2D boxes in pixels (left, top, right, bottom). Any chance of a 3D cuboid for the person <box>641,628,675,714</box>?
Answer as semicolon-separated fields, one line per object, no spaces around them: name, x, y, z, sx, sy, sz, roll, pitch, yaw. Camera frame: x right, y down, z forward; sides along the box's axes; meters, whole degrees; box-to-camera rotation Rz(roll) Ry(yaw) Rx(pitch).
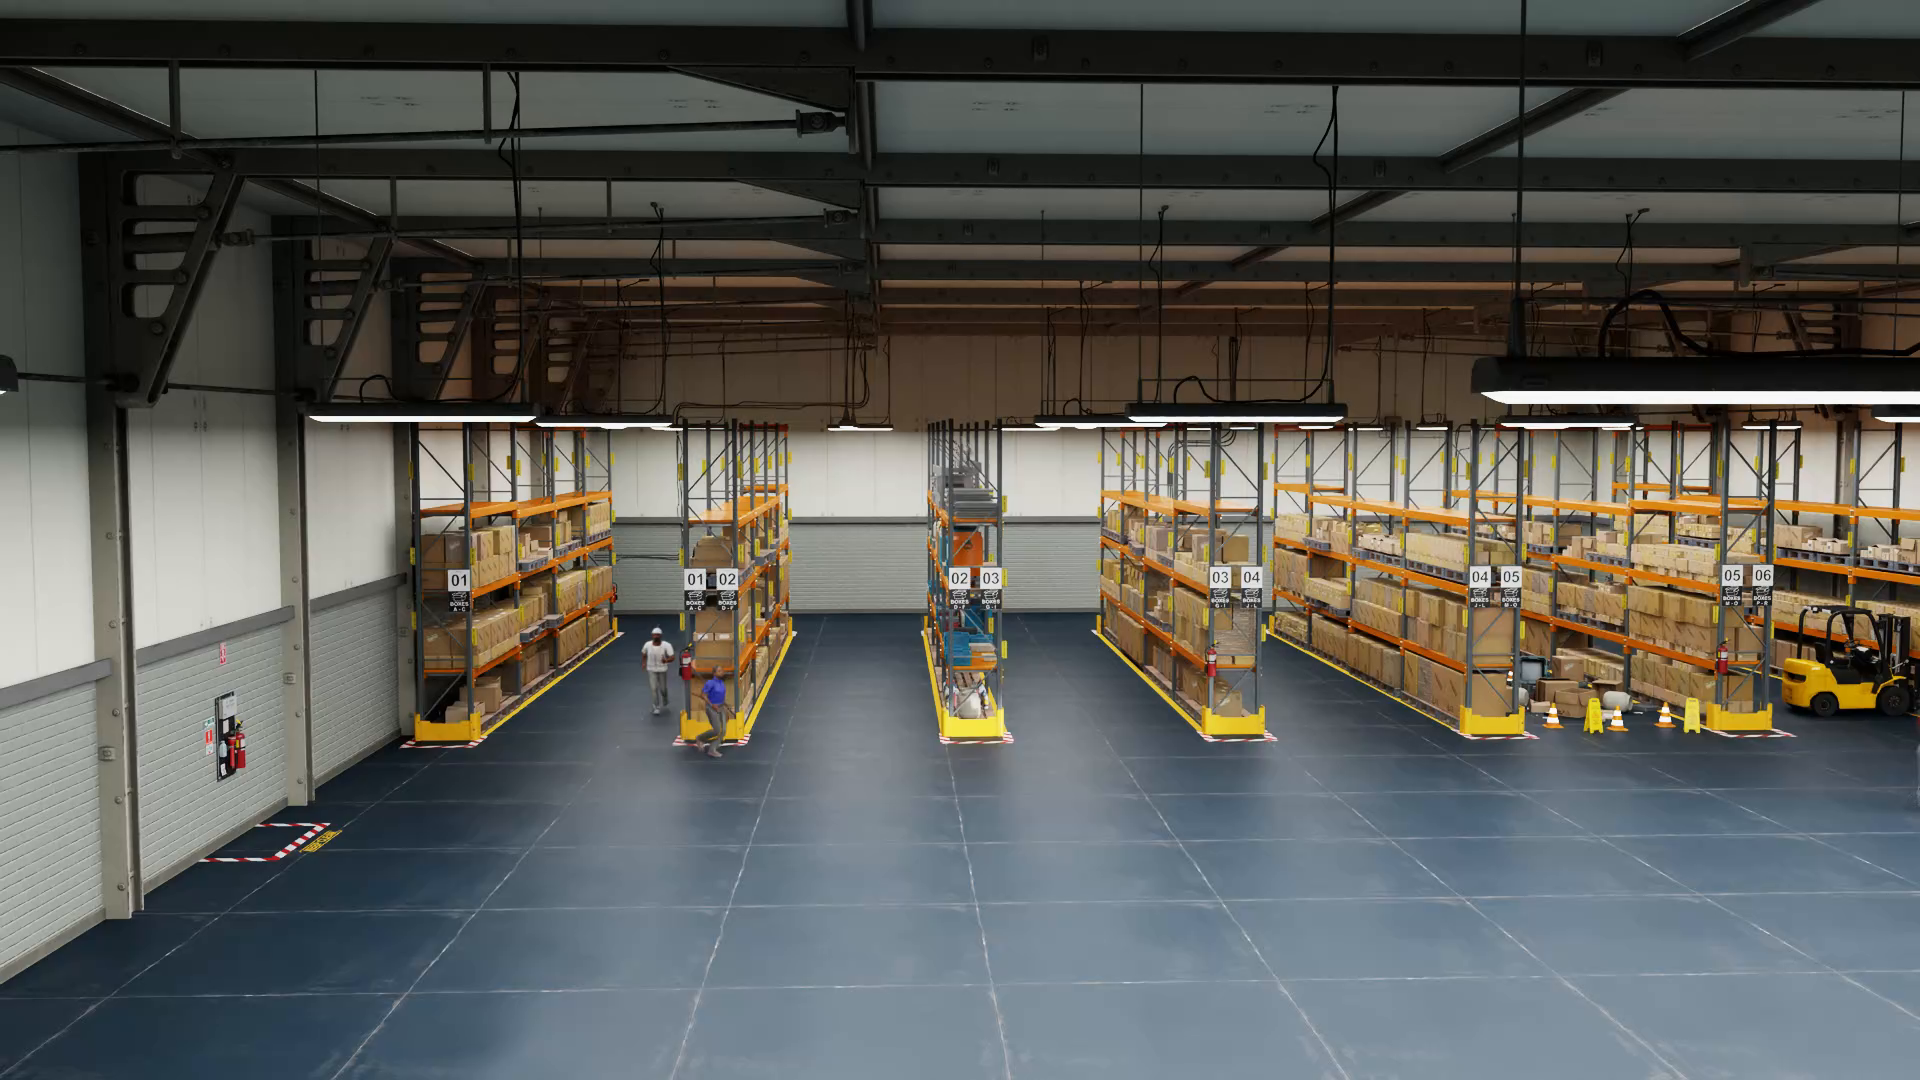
person;-6.192;2.665;34.073;0.705;1.742;0.831;0;4;-2

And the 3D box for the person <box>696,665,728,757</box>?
person;-4.380;3.033;29.614;0.524;1.612;0.602;2;4;29
